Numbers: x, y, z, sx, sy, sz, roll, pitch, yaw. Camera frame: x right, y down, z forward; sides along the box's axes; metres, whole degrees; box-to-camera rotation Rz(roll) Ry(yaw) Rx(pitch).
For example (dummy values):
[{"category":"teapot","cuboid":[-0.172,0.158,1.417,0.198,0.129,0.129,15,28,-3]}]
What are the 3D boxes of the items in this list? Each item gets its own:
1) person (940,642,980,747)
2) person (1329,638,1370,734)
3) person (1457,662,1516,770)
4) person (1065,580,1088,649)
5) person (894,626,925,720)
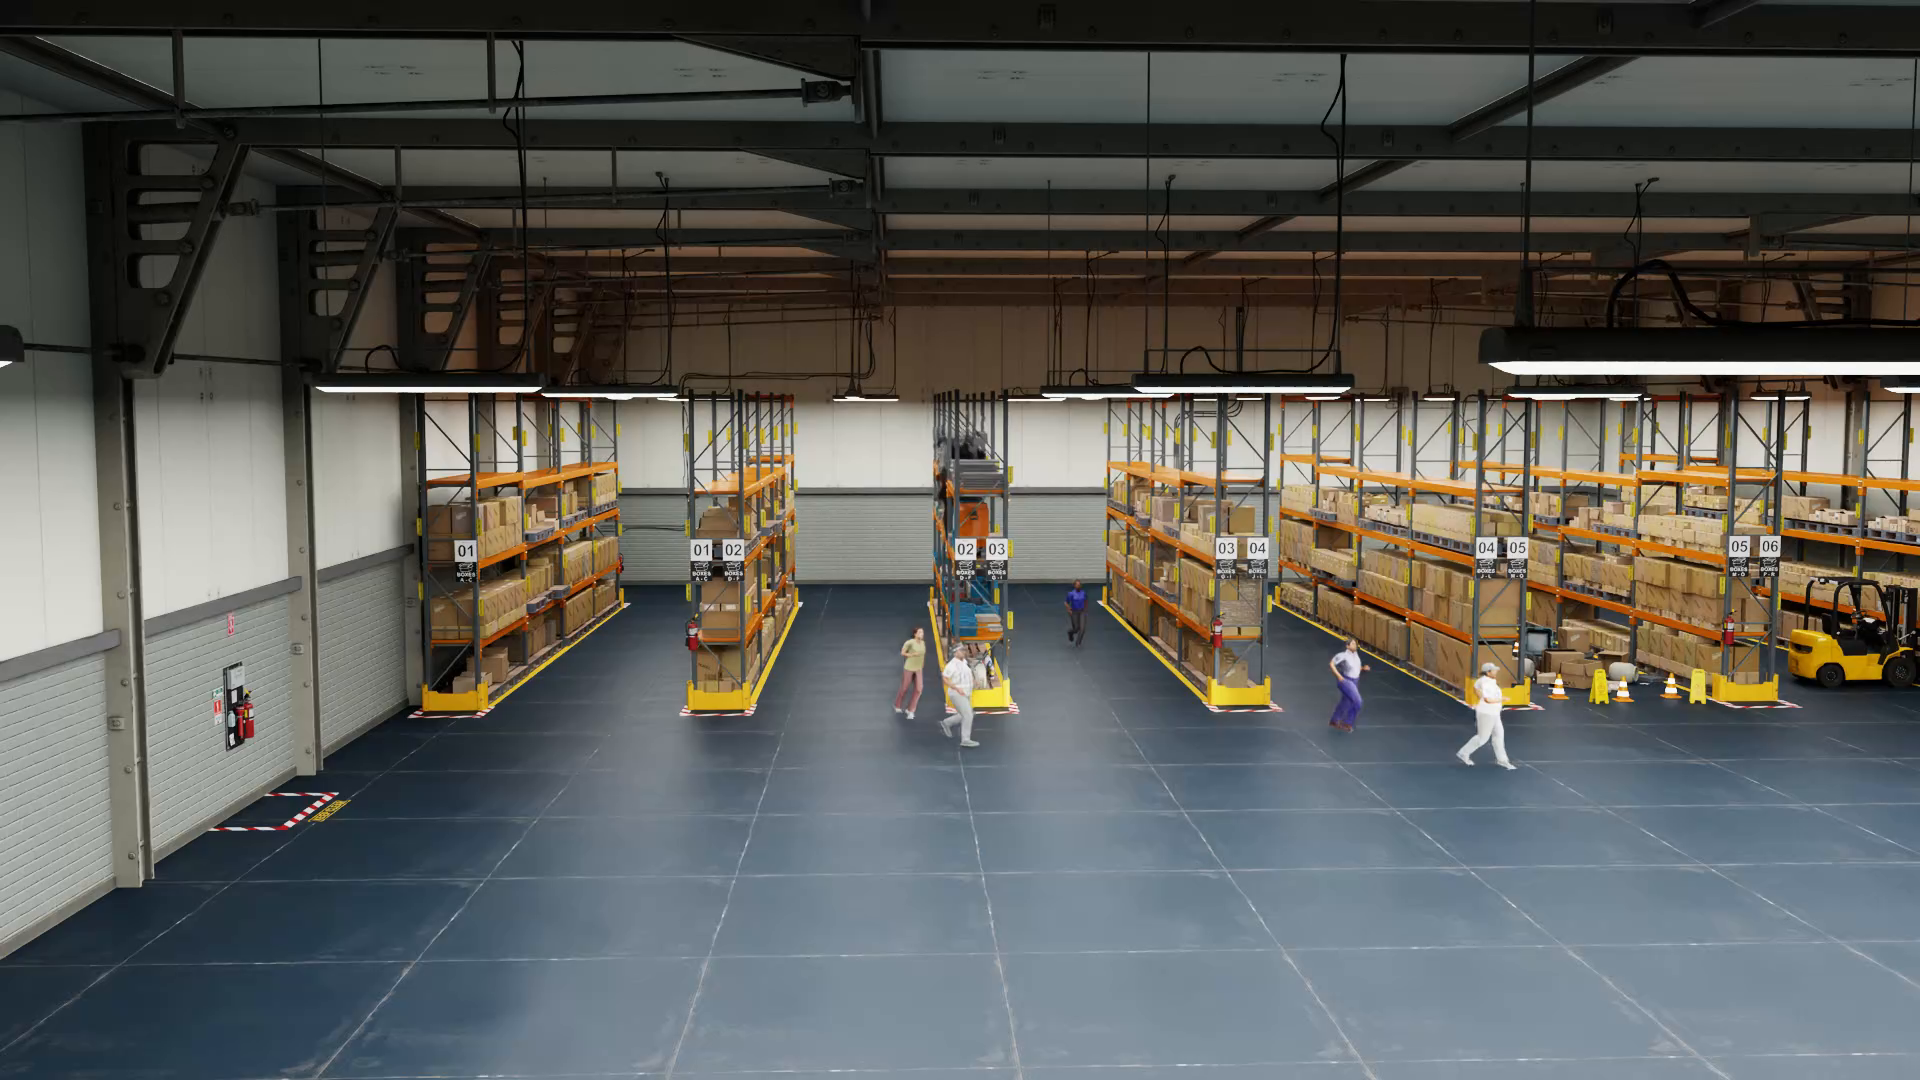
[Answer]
[{"category":"person","cuboid":[-0.028,2.574,27.929,0.779,1.741,0.672,2,5,26]},{"category":"person","cuboid":[6.809,2.555,29.093,0.718,1.701,0.573,4,6,37]},{"category":"person","cuboid":[8.257,2.759,26.040,0.886,1.679,0.602,2,5,22]},{"category":"person","cuboid":[2.752,1.747,39.080,0.575,1.605,0.589,-1,5,-17]},{"category":"person","cuboid":[-0.844,2.416,30.577,0.587,1.676,0.706,-2,5,-26]}]
